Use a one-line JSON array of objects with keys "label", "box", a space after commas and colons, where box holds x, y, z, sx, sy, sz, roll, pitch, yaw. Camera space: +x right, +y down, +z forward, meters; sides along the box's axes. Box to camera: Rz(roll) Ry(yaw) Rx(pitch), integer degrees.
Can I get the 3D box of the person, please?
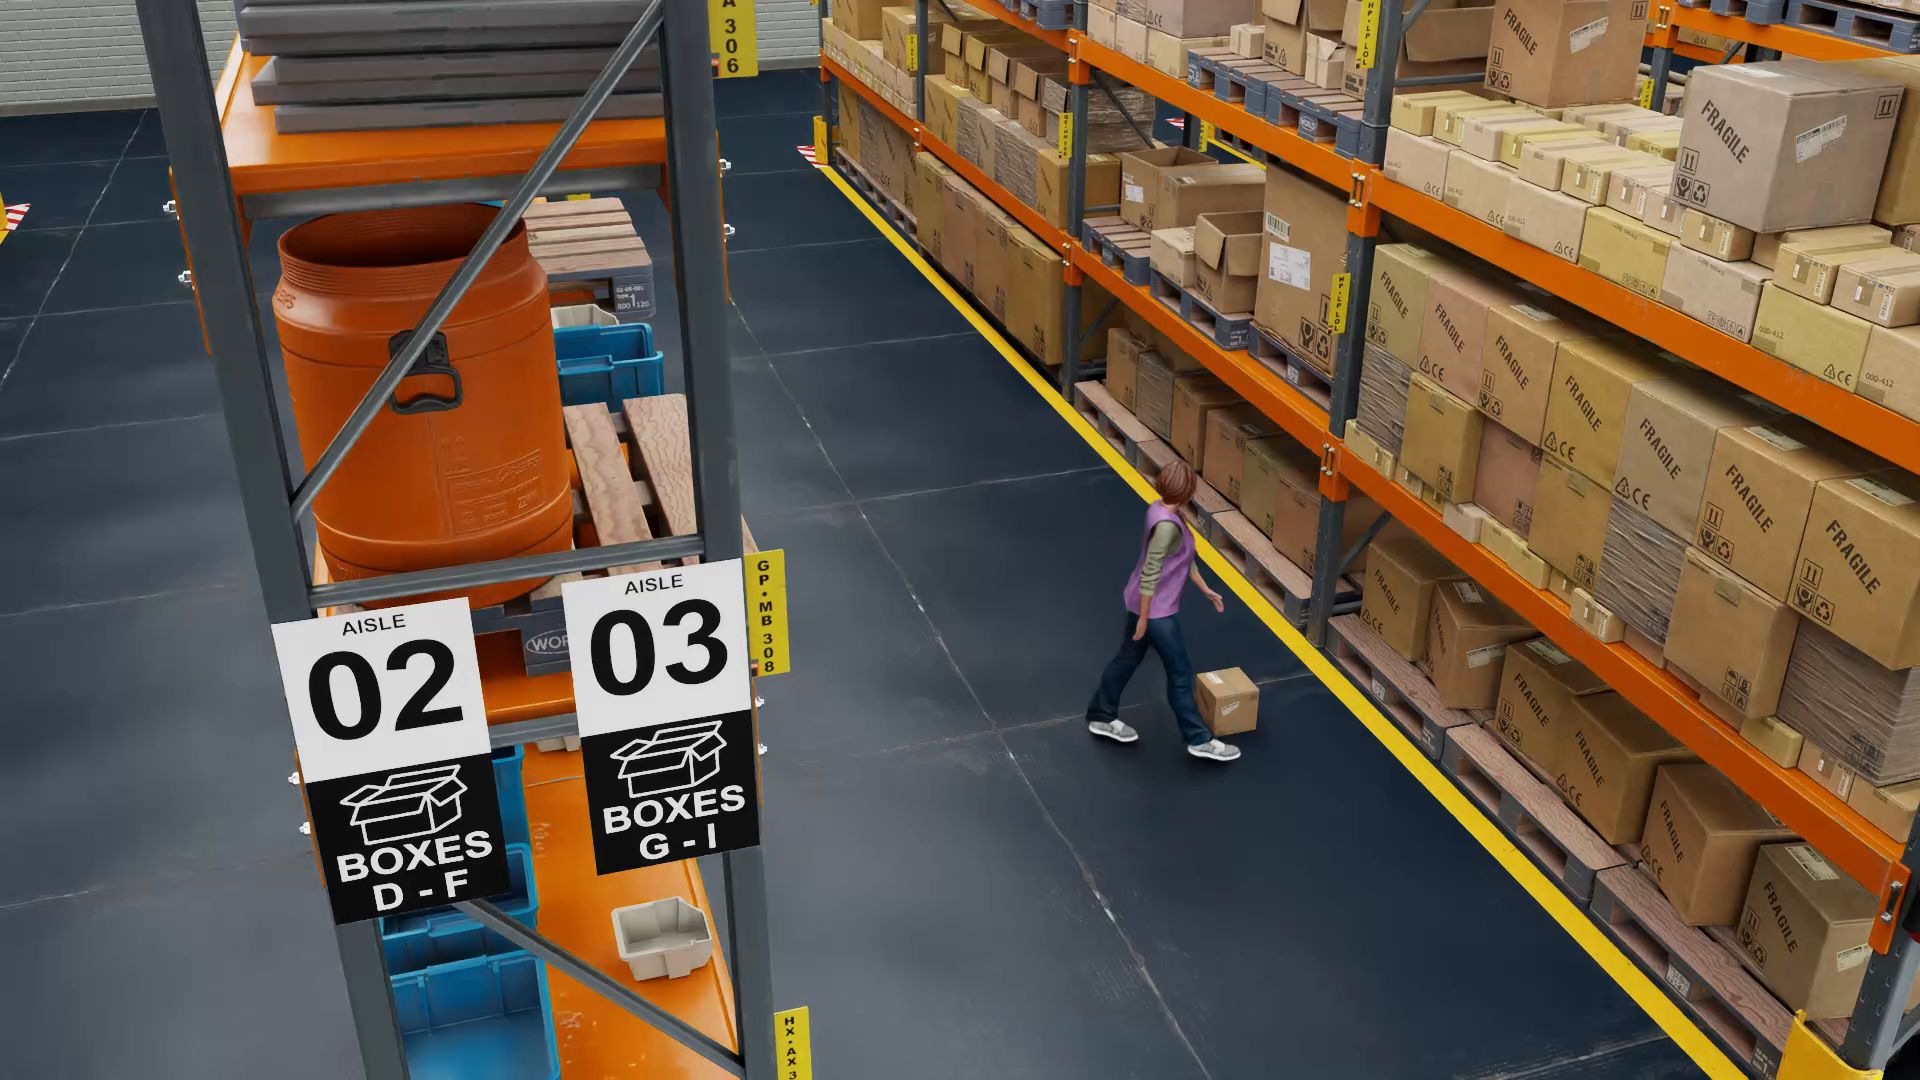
[{"label": "person", "box": [1.057, 0.357, 8.428, 0.801, 1.542, 0.473, 2, 27, 3]}]
